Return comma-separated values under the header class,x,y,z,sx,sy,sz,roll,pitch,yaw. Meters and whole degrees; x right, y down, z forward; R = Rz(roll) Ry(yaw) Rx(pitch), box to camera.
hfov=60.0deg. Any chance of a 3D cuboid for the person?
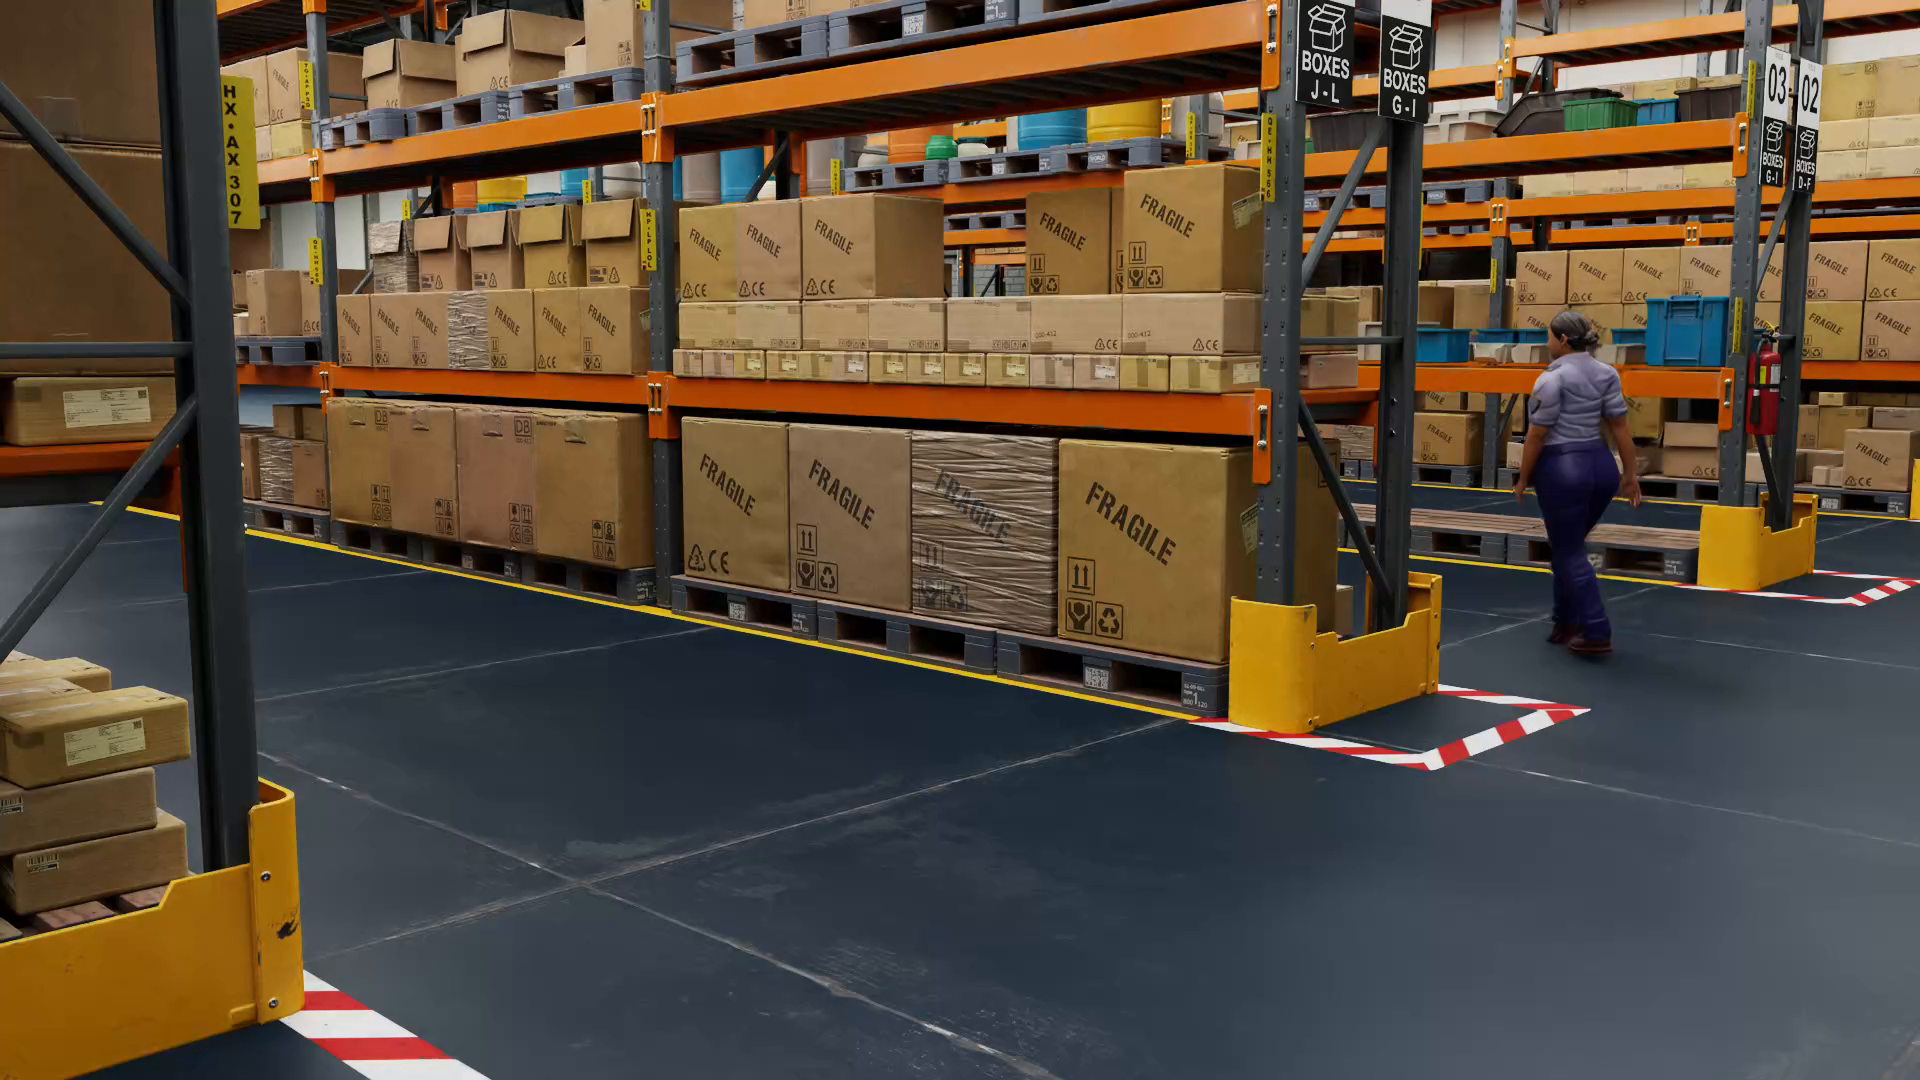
class,x,y,z,sx,sy,sz,roll,pitch,yaw
person,2.907,-0.247,7.964,0.560,1.698,0.597,-3,8,-26
